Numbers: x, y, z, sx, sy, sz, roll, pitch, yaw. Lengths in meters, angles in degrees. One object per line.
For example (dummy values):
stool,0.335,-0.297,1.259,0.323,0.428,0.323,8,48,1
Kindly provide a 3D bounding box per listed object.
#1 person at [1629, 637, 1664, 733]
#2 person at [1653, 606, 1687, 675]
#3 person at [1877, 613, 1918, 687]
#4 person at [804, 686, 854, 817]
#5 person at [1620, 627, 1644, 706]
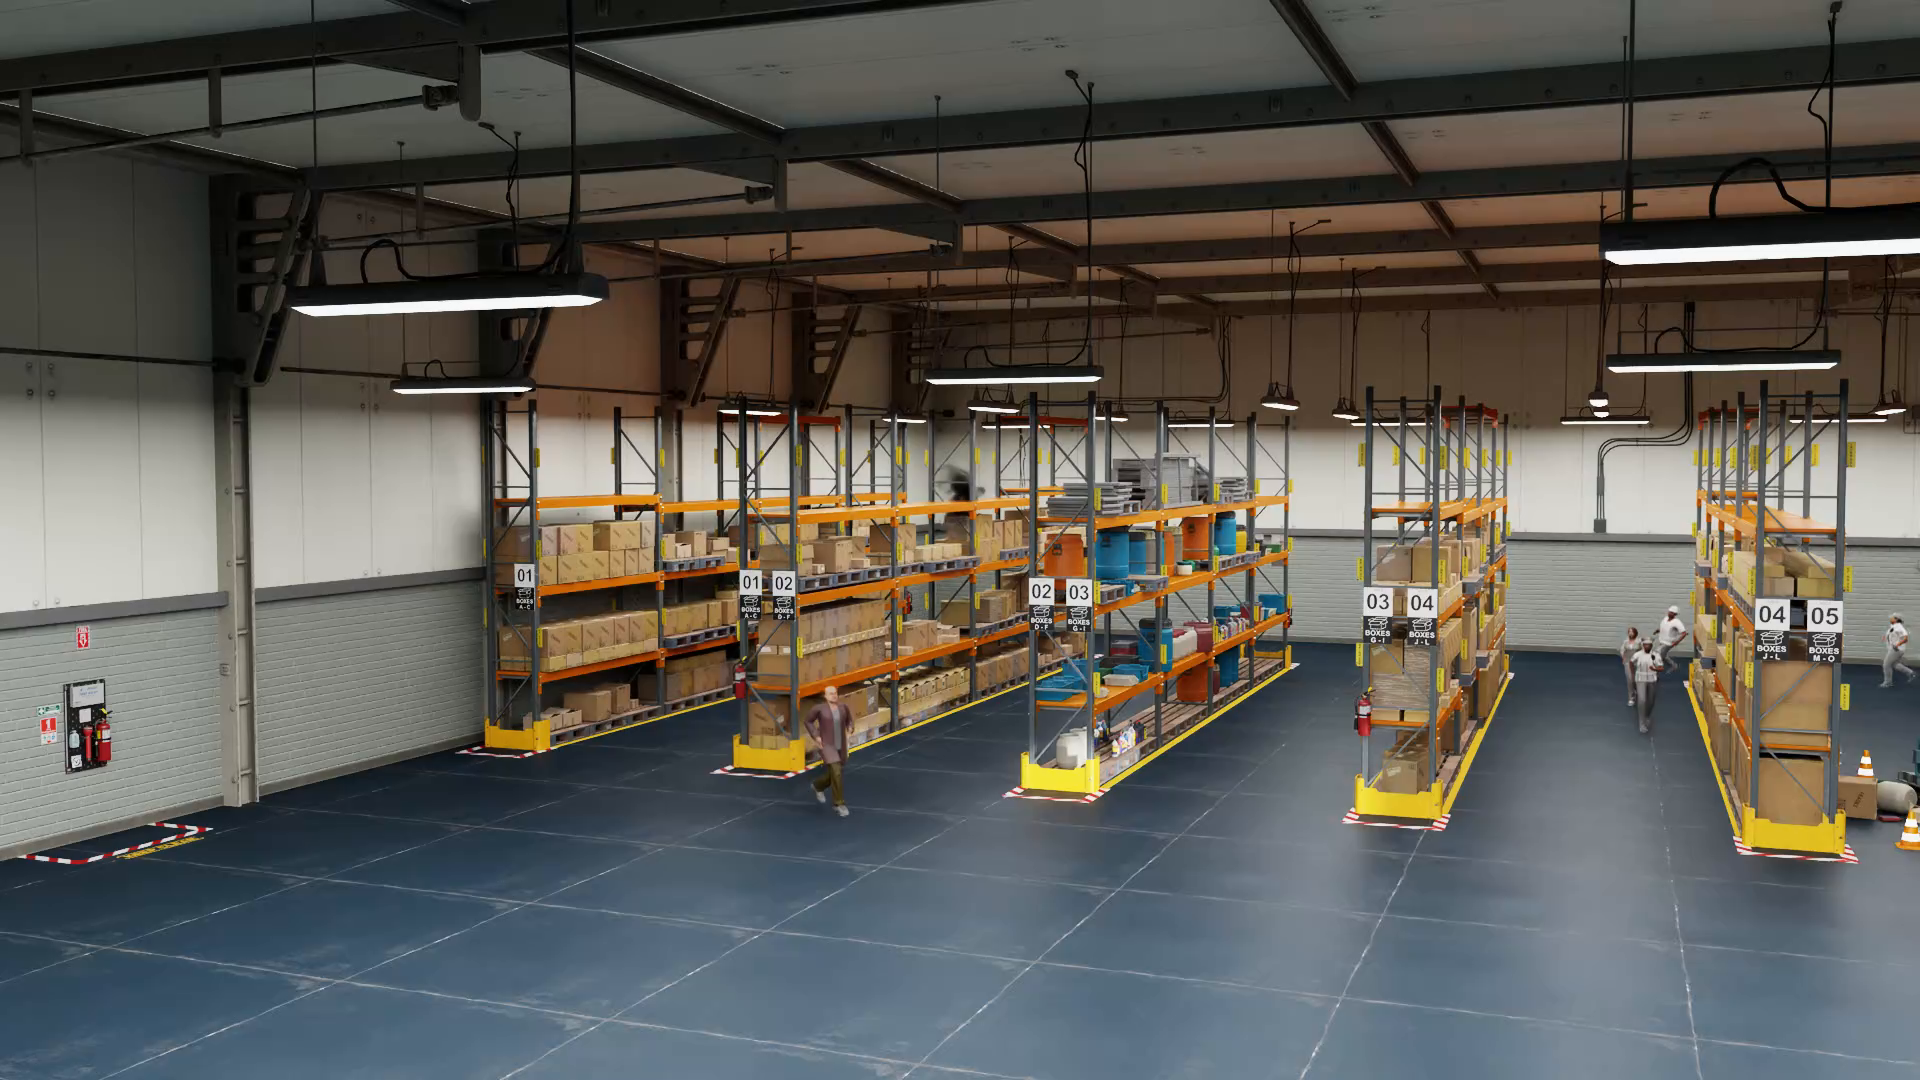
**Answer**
person,12.637,2.629,30.608,0.562,1.721,0.867,1,3,16
person,15.956,2.308,37.685,0.836,1.670,0.873,0,3,5
person,20.449,2.410,36.210,0.781,1.664,0.605,1,3,23
person,-1.813,2.951,23.566,0.693,1.793,0.977,-2,4,-37
person,13.698,2.558,33.826,0.534,1.587,0.669,2,3,30
